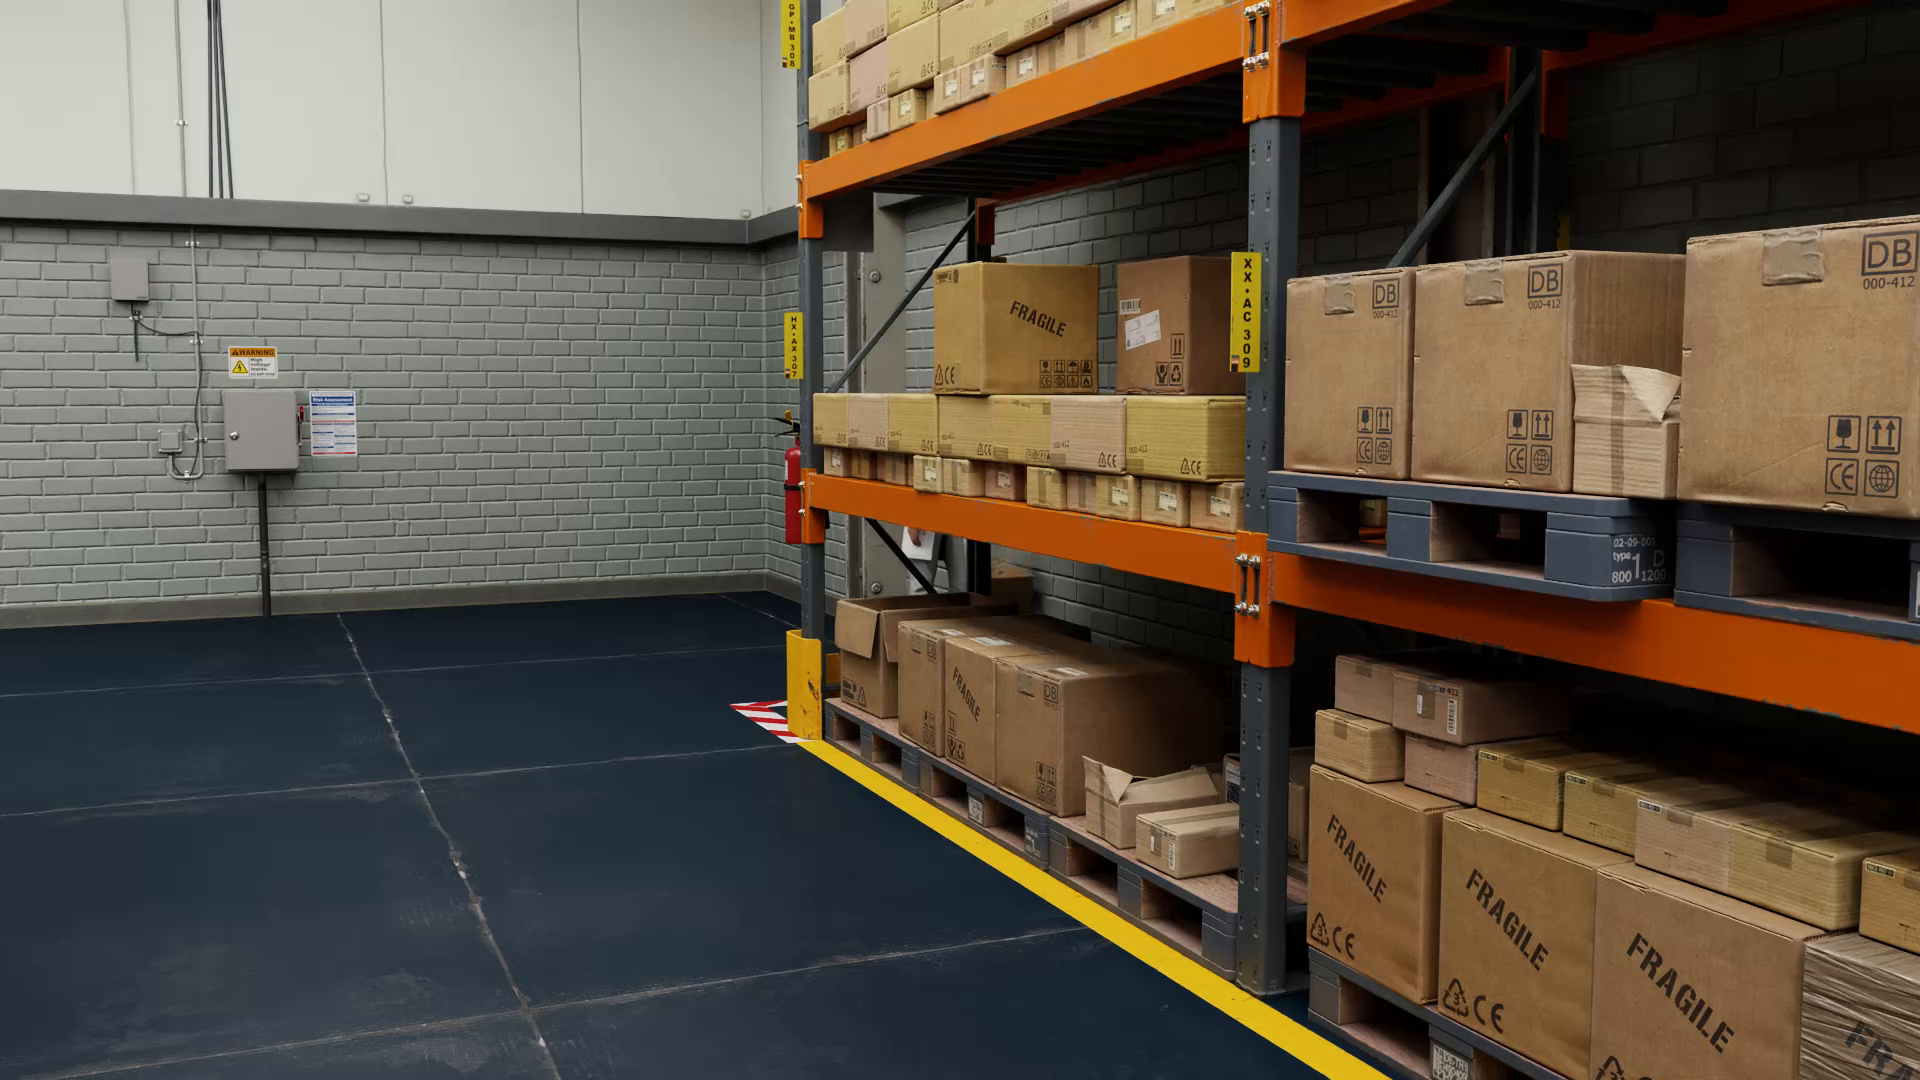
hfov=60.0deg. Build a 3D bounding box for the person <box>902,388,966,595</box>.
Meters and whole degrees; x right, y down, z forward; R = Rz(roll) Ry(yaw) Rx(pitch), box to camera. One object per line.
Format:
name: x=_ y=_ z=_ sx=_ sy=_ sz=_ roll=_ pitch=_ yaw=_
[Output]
person: x=-0.106 y=-0.096 z=10.220 sx=0.589 sy=1.778 sz=0.424 roll=-2 pitch=6 yaw=-19
